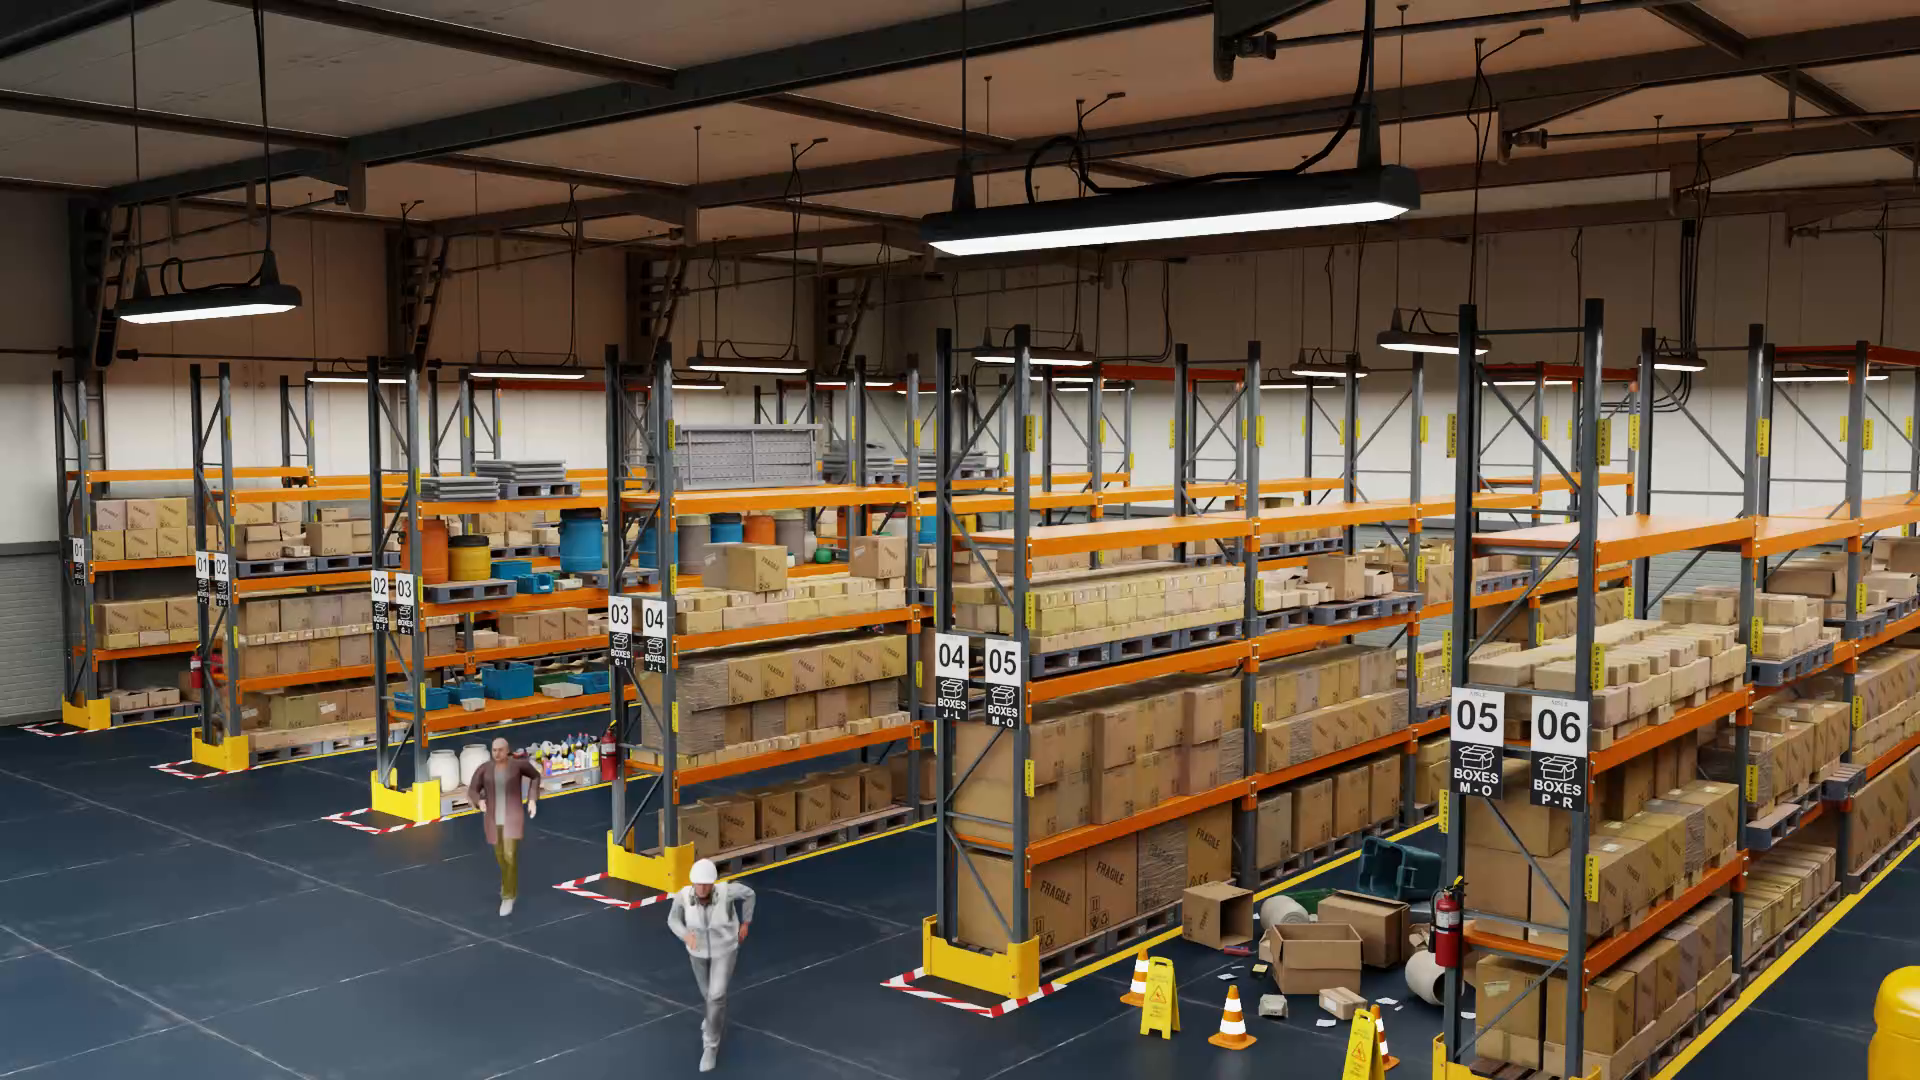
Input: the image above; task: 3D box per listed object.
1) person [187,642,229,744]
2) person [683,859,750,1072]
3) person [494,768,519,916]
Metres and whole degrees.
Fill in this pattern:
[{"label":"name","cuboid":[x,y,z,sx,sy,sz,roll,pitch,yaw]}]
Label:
[{"label":"person","cuboid":[-11.871,2.424,26.301,0.647,1.679,0.670,2,5,29]},{"label":"person","cuboid":[-1.976,3.370,13.569,0.569,1.733,1.042,0,4,-1]},{"label":"person","cuboid":[-4.847,3.133,17.714,0.605,1.623,0.836,0,4,2]}]
